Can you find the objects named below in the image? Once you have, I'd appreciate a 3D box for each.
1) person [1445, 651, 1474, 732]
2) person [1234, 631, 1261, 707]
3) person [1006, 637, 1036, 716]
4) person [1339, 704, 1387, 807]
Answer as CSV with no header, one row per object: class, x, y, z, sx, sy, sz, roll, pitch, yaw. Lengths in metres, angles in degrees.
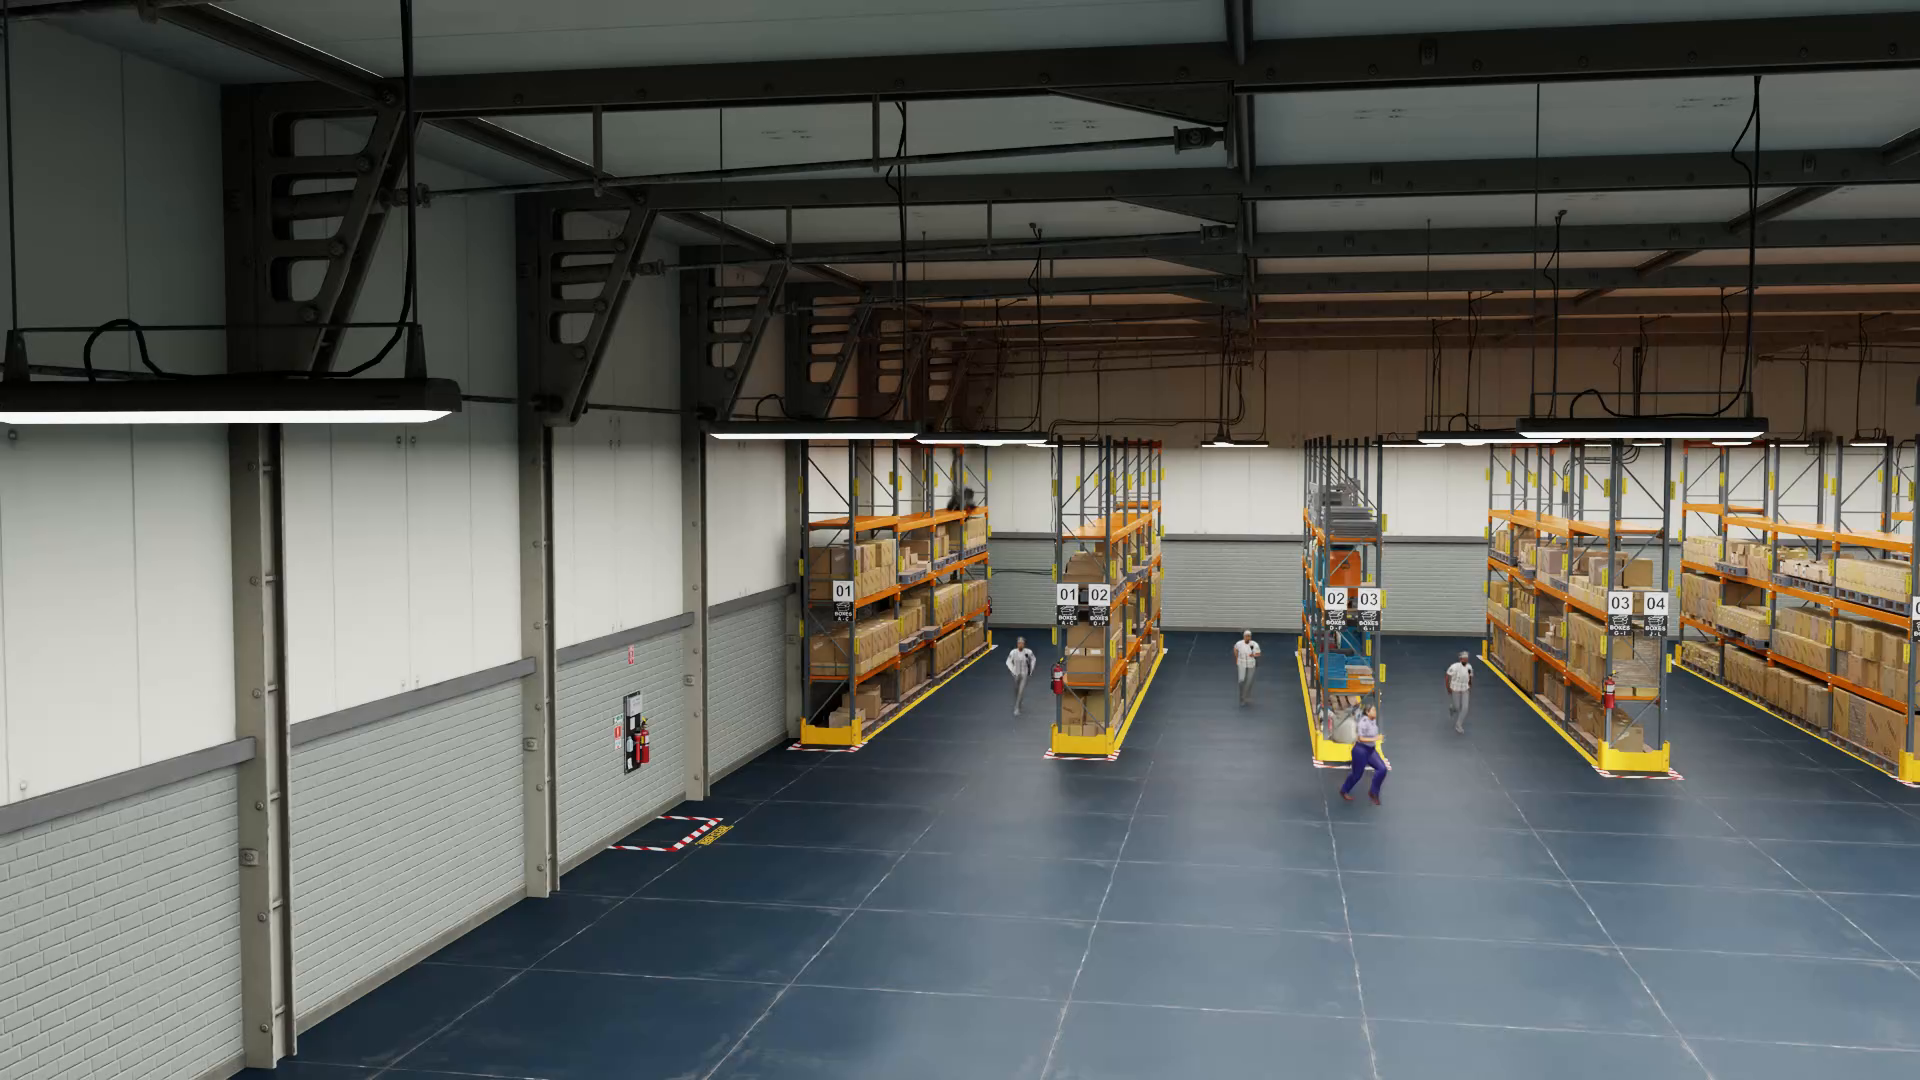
person,10.221,3.084,34.066,0.594,1.666,0.715,0,3,-3
person,6.476,2.889,37.457,0.580,1.718,0.784,0,3,6
person,1.332,2.938,36.271,0.641,1.684,0.857,0,3,7
person,6.500,3.471,26.812,0.820,1.657,0.627,3,4,41
